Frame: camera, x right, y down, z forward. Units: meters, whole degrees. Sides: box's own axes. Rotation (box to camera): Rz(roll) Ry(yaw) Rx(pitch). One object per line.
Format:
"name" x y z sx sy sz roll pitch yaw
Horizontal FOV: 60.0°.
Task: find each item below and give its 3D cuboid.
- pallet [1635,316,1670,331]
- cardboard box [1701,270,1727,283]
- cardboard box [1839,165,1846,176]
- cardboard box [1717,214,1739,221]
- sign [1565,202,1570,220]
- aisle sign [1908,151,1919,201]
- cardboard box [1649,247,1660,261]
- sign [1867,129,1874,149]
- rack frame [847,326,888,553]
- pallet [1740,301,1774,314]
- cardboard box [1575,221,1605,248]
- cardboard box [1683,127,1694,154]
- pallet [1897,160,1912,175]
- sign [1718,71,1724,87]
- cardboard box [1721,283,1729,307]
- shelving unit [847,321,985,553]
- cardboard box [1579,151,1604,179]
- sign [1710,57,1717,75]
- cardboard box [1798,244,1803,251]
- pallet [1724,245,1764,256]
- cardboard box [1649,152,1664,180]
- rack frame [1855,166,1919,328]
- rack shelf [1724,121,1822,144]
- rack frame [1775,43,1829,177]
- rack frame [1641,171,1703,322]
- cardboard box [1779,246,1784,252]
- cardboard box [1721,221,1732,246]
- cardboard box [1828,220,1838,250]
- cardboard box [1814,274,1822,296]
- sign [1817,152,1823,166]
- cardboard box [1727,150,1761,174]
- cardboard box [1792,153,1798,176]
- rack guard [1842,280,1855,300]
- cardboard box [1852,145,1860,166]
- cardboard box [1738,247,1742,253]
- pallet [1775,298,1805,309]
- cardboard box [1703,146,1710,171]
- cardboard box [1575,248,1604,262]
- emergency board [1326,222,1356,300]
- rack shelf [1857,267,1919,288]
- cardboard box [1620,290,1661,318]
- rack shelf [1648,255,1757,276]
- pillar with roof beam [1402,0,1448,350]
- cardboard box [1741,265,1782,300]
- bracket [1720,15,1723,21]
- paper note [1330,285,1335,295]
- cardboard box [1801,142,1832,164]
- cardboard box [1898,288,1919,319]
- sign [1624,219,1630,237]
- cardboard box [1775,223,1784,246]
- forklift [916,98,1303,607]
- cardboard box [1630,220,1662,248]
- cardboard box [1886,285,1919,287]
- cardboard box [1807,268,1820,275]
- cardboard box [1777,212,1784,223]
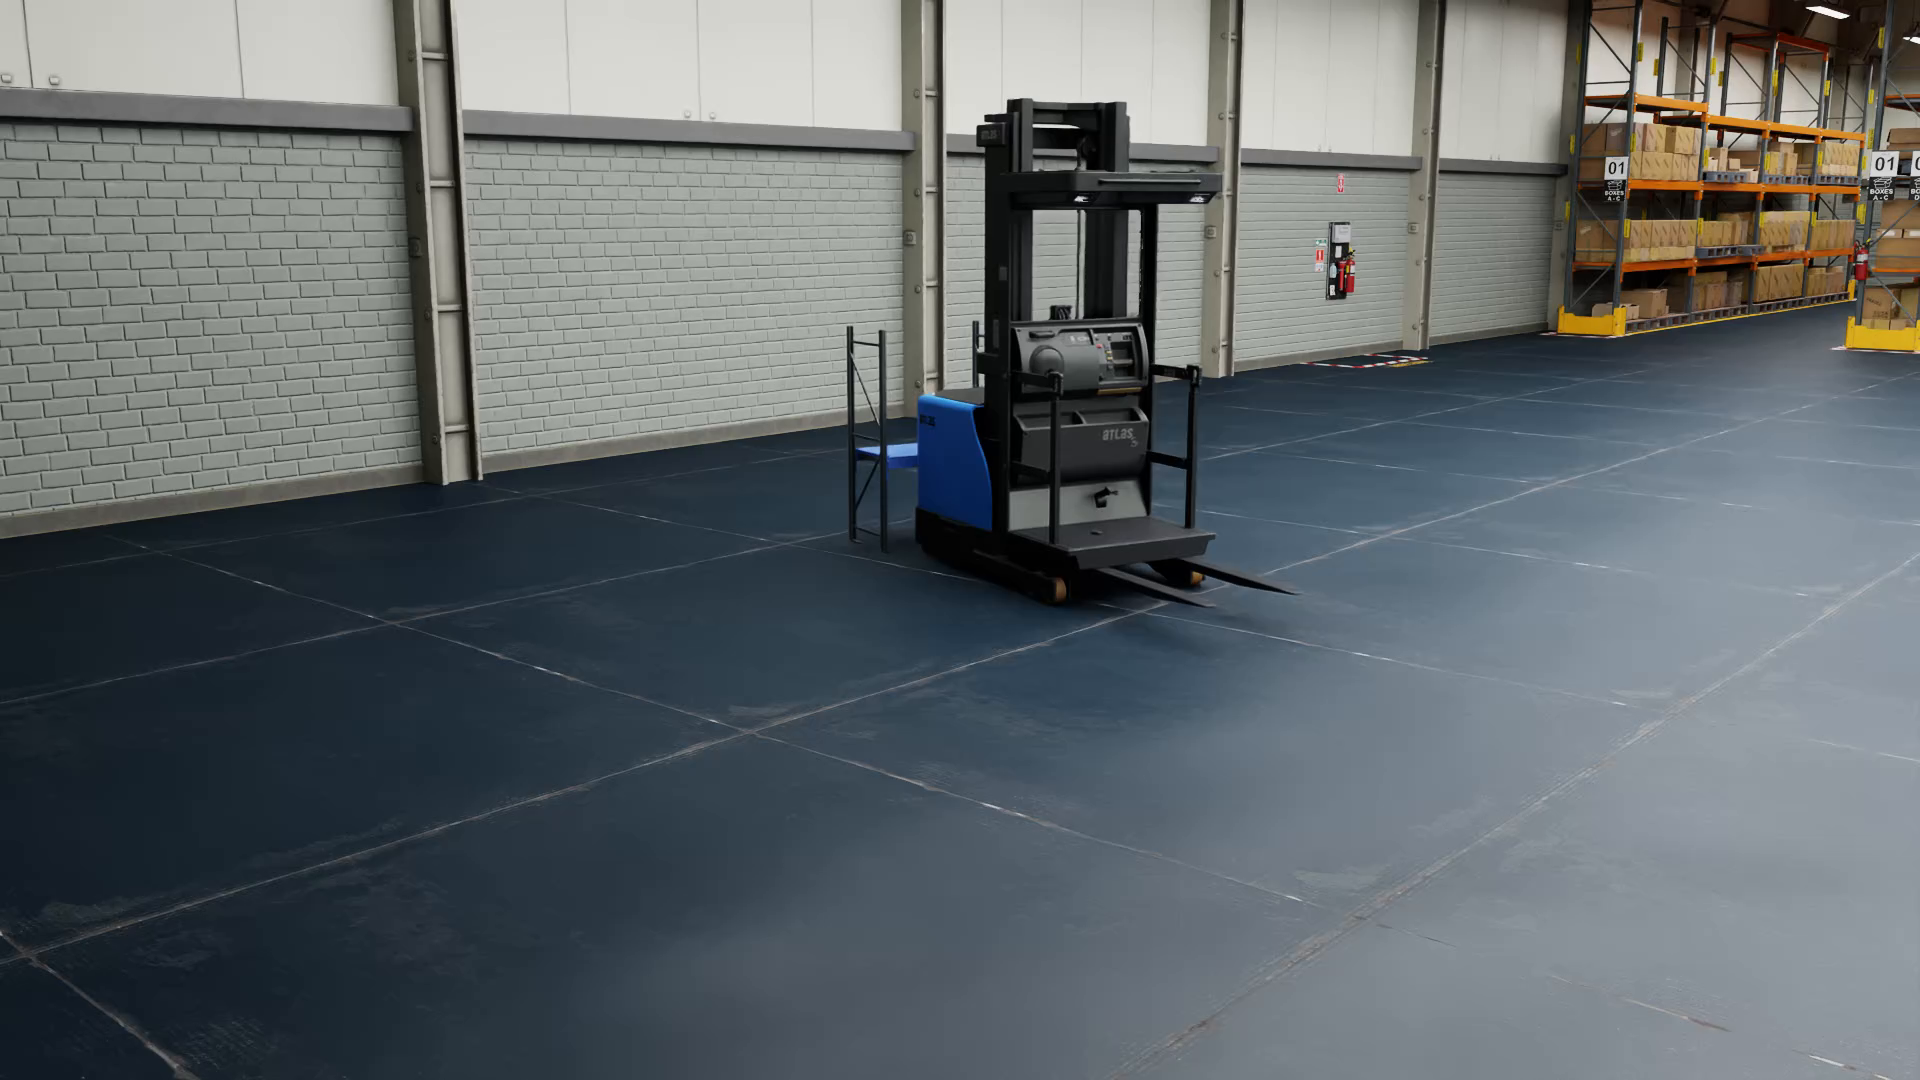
"pallet" 13.099 -4.237 32.386 1.003 0.211 1.213 10 15 40
"cardboard box" 16.102 -5.646 35.664 0.500 0.250 0.500 10 15 41
"cardboard box" 21.275 -9.010 40.561 0.500 0.250 0.500 9 15 39
"cardboard box" 16.555 -6.956 35.843 0.380 0.149 0.250 7 13 31
"sign" 11.276 -6.097 30.816 0.100 0.325 0.005 10 15 40
"aisle sign" 15.590 -5.885 26.881 0.394 0.787 0.004 10 15 40
"cardboard box" 12.914 -5.419 31.516 0.500 0.250 0.500 9 15 39
"sign" 15.005 -6.598 27.371 0.100 0.325 0.005 10 15 40
"rack frame" -0.633 -0.693 11.349 0.032 1.500 0.500 -7 13 -31
"pallet" 17.538 -5.215 37.285 1.003 0.211 1.213 10 15 40
"cardboard box" 11.832 -5.700 31.011 0.500 0.500 0.500 10 15 40
"cardboard box" 13.838 -7.717 32.172 0.500 0.500 0.500 11 16 43
"pallet" 15.890 -6.188 27.602 1.003 0.211 1.213 10 15 40
"sign" 16.542 -10.025 36.142 0.100 0.325 0.005 10 15 40
"cardboard box" 16.098 -5.293 35.813 0.700 0.500 0.500 10 15 40
"shelving unit" -0.201 -0.745 11.610 1.048 1.500 0.538 -7 13 -31
"cardboard box" 11.765 -6.924 30.752 0.500 0.500 0.500 -11 16 -43
"sign" 14.716 -9.254 32.481 0.100 0.325 0.005 10 15 40
"cardboard box" 19.442 -6.825 38.815 0.380 0.149 0.250 10 15 41
"pallet" 16.571 -6.264 35.904 1.213 0.211 1.003 10 15 40
"cardboard box" 12.810 -6.998 31.123 0.500 0.500 0.500 11 16 43
"rack frame" 15.404 -4.660 27.383 1.000 3.000 0.127 10 15 40
"rack shelf" 18.281 -9.164 37.475 1.077 0.370 4.000 10 15 40
"rack frame" 19.601 -10.007 38.838 1.000 3.000 0.127 10 15 40
"rack frame" 14.321 -5.888 33.533 1.000 3.000 0.127 10 15 40
"cardboard box" 18.535 -6.647 37.921 0.380 0.149 0.250 10 15 42
"cardboard box" 15.853 -6.485 35.142 0.700 0.500 0.500 10 15 40
"cardboard box" 20.931 -7.505 40.862 0.980 0.700 0.700 9 14 38
"cardboard box" 20.506 -6.216 40.482 0.700 0.500 0.500 10 15 40
"sign" 20.015 -8.875 38.707 0.100 0.325 0.005 10 15 40
"cardboard box" 17.232 -8.290 36.521 0.700 0.500 0.500 8 14 36
"cardboard box" 18.938 -8.686 38.502 0.700 0.500 0.500 9 14 37
"rack guard" 22.258 -6.431 42.635 1.175 0.500 0.348 10 15 40
"cardboard box" 21.964 -9.531 41.253 0.500 0.500 0.500 10 15 40
"cardboard box" 17.352 -6.382 36.595 0.380 0.149 0.250 9 15 40
"pallet" 19.149 -5.574 39.082 1.003 0.211 1.213 10 15 40
"cardboard box" 14.742 -7.684 33.539 0.500 0.500 0.500 -9 15 -39
"cardboard box" 11.843 -5.330 31.069 0.500 0.250 0.500 10 15 41
"emergency board" 5.872 -4.273 25.447 0.194 1.169 0.643 10 15 40
"rack shelf" 16.724 -4.601 28.926 1.077 0.370 4.000 10 15 40
"cardboard box" 13.103 -4.565 32.168 0.700 0.500 0.500 9 14 37
"rack shelf" 15.641 -5.830 35.077 1.077 0.370 4.000 10 15 40
"pillar with roof beam" 10.766 -7.017 23.868 9.100 9.000 0.400 10 15 40
"cardboard box" 18.128 -5.848 37.747 0.750 0.750 0.750 10 15 40
"bracket" 15.994 -11.119 35.218 0.235 0.232 0.430 10 15 40
"paper note" 5.703 -3.824 25.447 0.016 0.148 0.142 10 15 40
"cardboard box" 20.283 -9.154 39.366 0.500 0.500 0.500 10 15 40
"cardboard box" 16.253 -4.009 28.158 0.500 0.500 0.500 10 15 40
"sign" 12.088 -5.654 30.151 0.100 0.325 0.005 10 15 40
"cardboard box" 18.155 -6.868 37.375 0.500 0.500 0.500 10 15 40
"forklift" 0.857 -1.158 10.025 1.130 2.935 3.031 -6 13 -29
"cardboard box" 12.901 -5.782 31.417 0.500 0.500 0.500 9 14 39
"cardboard box" 16.514 -4.225 29.239 0.500 0.500 0.500 10 15 40
"cardboard box" 20.535 -6.487 40.185 0.380 0.149 0.250 10 15 42
"cardboard box" 18.136 -7.236 37.300 0.500 0.250 0.500 10 15 41
